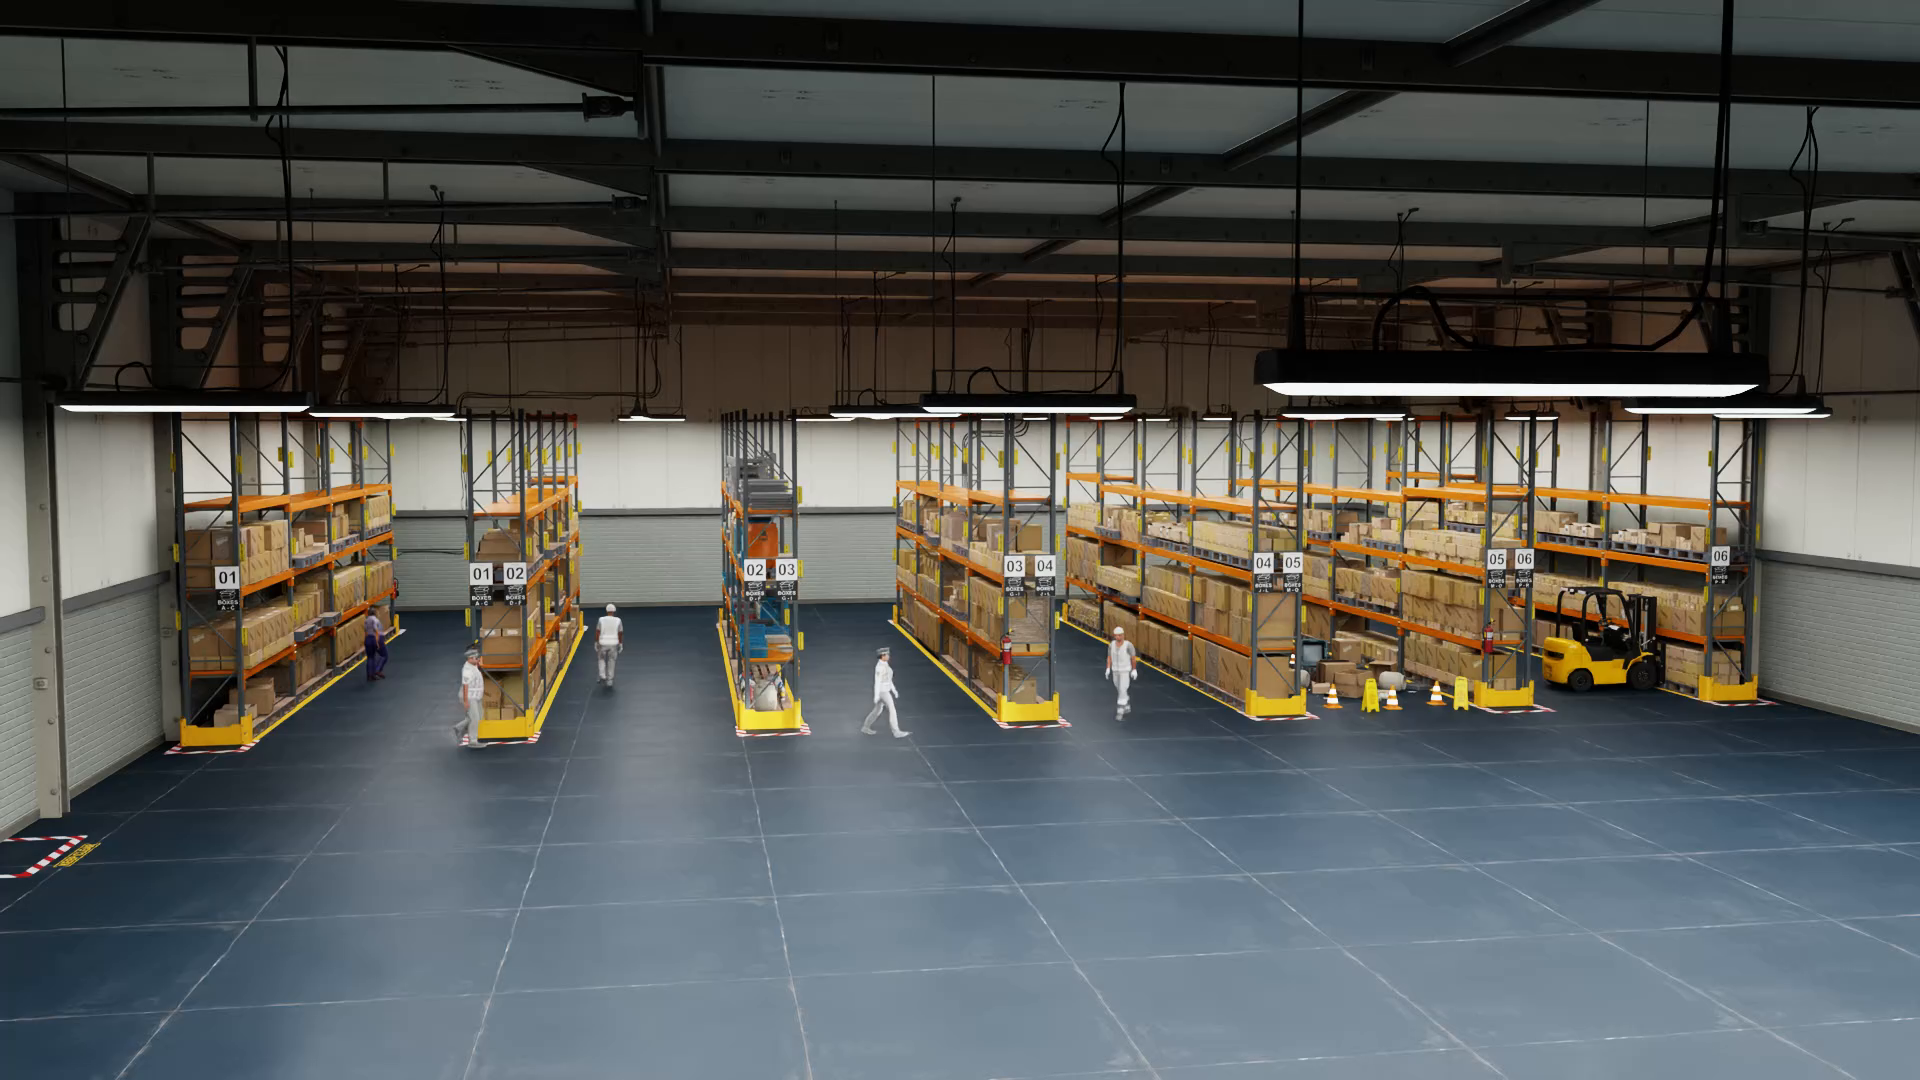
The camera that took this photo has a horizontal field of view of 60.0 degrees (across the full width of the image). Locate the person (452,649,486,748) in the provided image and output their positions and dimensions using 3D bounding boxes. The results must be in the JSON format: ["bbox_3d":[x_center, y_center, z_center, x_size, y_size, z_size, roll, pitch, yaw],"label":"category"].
[{"bbox_3d":[-8.702,2.783,29.383,0.726,1.736,0.558,1,4,10],"label":"person"}]

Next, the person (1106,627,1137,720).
[{"bbox_3d":[3.115,2.563,32.373,0.563,1.746,0.900,3,5,37],"label":"person"}]

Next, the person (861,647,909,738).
[{"bbox_3d":[-1.377,2.785,30.447,0.894,1.643,0.505,0,4,1],"label":"person"}]

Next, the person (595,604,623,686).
[{"bbox_3d":[-7.670,2.289,36.330,0.605,1.782,0.457,0,4,-7],"label":"person"}]

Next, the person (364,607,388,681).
[{"bbox_3d":[-13.073,2.318,37.110,0.537,1.620,0.456,1,4,9],"label":"person"}]
